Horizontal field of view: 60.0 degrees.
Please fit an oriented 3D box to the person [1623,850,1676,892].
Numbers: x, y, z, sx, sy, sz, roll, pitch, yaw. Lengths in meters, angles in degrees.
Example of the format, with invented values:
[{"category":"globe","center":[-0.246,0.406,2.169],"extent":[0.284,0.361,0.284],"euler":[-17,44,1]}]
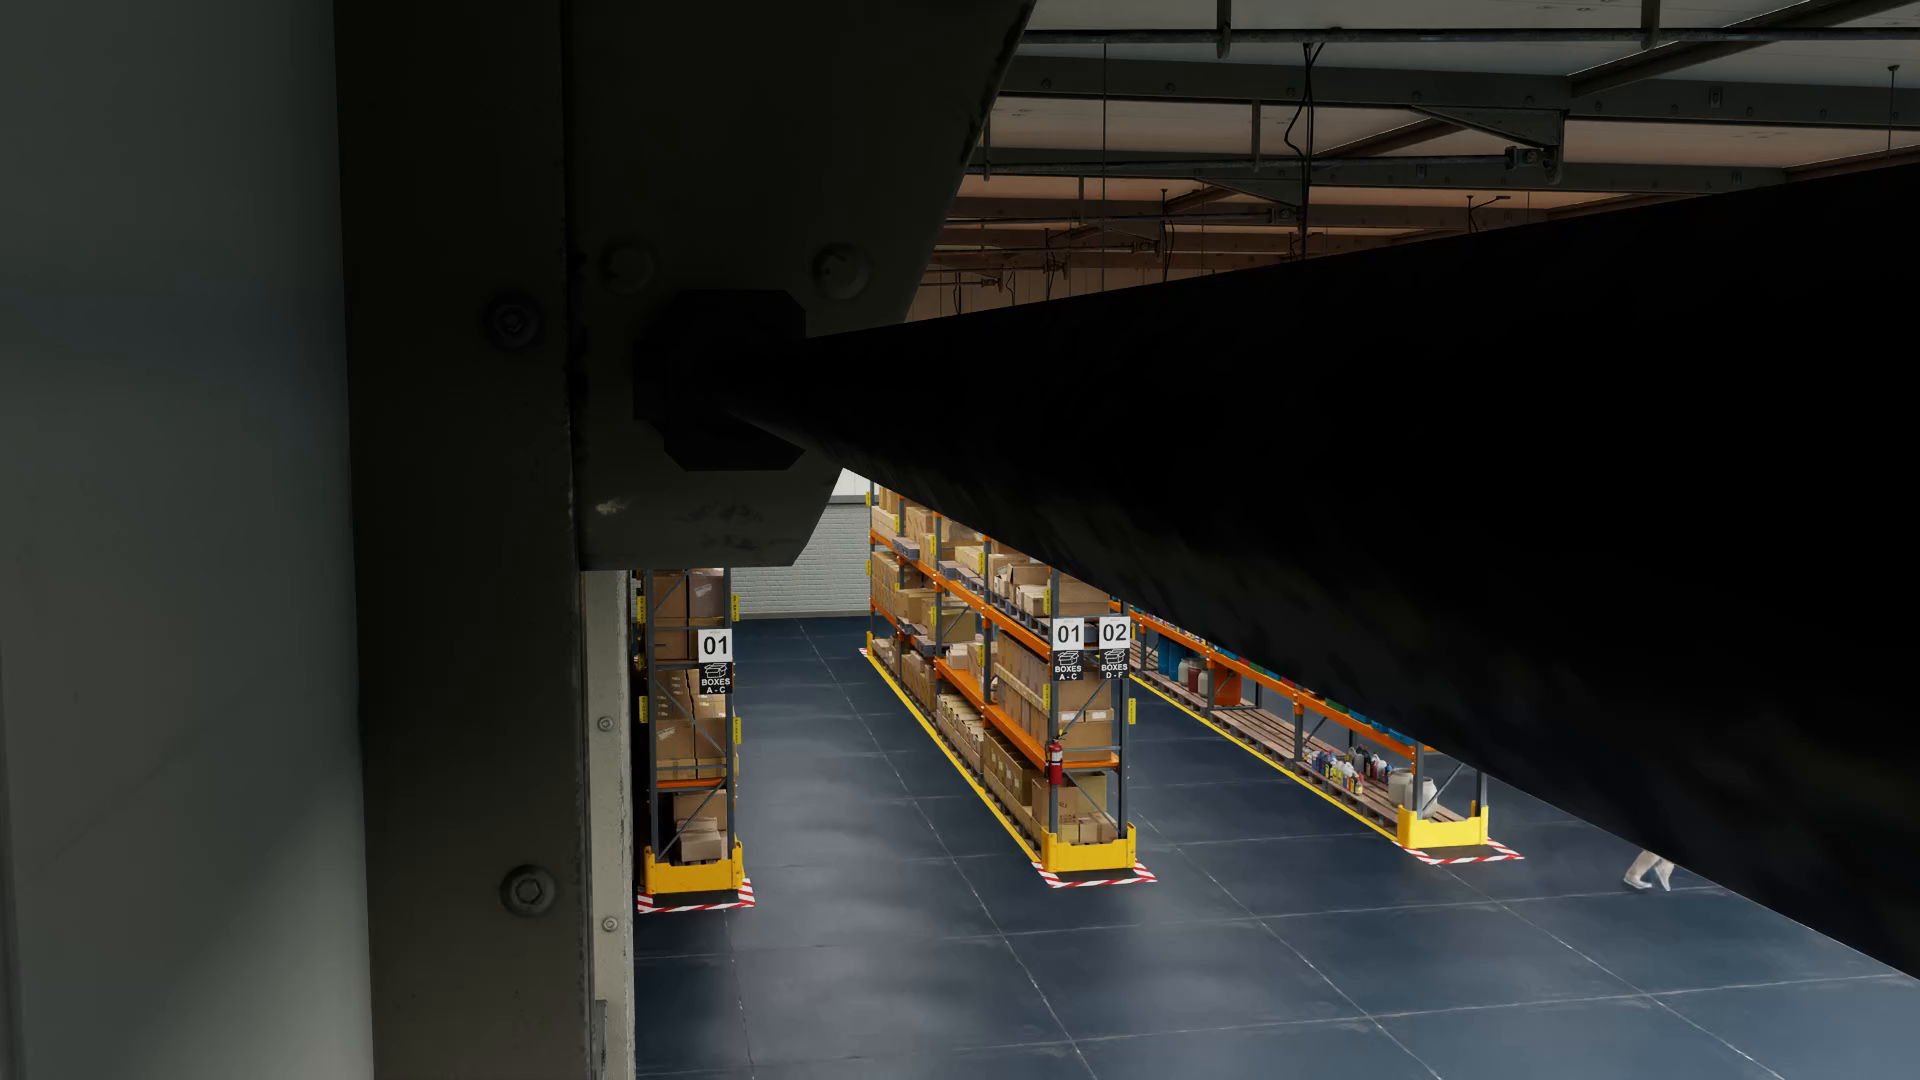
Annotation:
[{"category":"person","center":[8.449,3.396,19.990],"extent":[0.829,1.720,0.694],"euler":[2,6,16]}]
